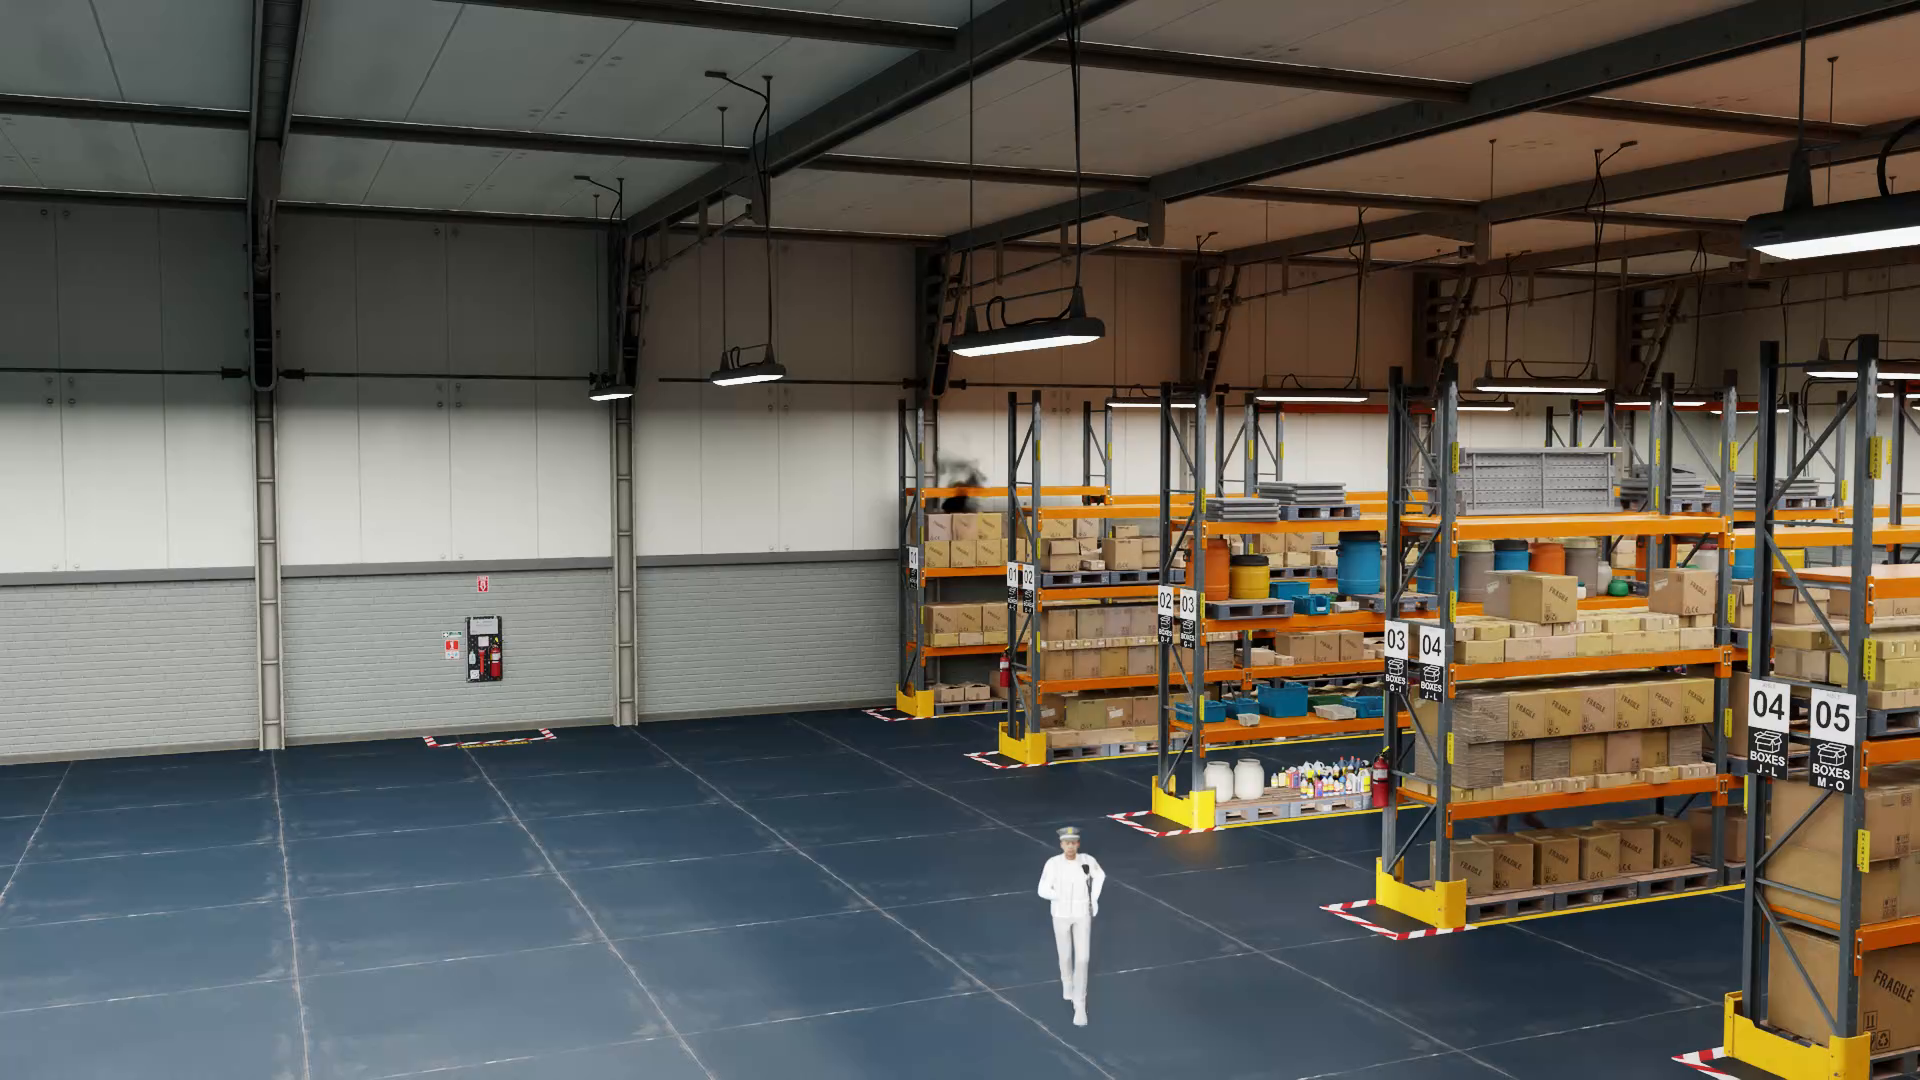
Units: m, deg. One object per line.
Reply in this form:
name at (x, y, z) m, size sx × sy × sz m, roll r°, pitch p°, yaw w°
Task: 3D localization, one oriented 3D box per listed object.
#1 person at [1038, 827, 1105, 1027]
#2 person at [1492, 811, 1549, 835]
person at (1.008, 3.438, 15.053) m, size 0.598 × 1.753 × 0.777 m, roll 0°, pitch 3°, yaw 5°
person at (6.936, 3.066, 20.707) m, size 0.964 × 1.712 × 0.655 m, roll -1°, pitch 4°, yaw -24°
